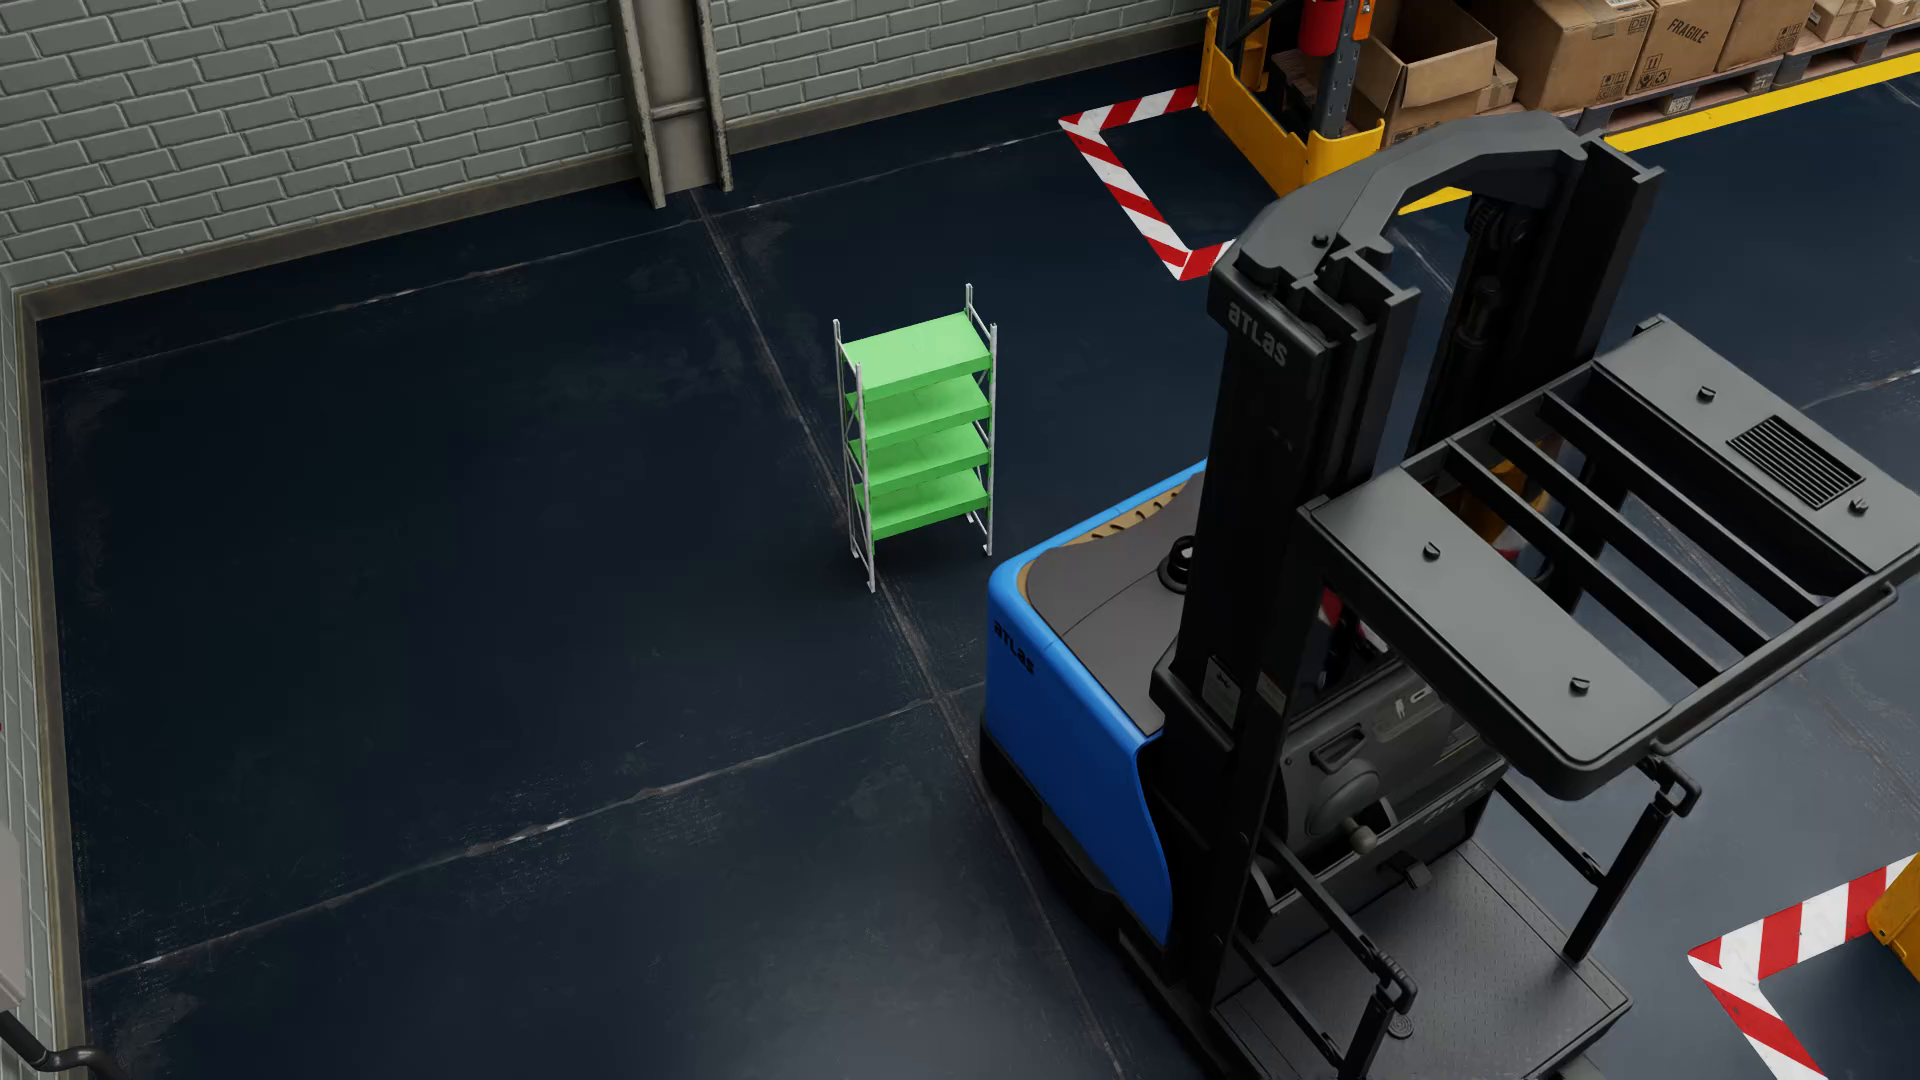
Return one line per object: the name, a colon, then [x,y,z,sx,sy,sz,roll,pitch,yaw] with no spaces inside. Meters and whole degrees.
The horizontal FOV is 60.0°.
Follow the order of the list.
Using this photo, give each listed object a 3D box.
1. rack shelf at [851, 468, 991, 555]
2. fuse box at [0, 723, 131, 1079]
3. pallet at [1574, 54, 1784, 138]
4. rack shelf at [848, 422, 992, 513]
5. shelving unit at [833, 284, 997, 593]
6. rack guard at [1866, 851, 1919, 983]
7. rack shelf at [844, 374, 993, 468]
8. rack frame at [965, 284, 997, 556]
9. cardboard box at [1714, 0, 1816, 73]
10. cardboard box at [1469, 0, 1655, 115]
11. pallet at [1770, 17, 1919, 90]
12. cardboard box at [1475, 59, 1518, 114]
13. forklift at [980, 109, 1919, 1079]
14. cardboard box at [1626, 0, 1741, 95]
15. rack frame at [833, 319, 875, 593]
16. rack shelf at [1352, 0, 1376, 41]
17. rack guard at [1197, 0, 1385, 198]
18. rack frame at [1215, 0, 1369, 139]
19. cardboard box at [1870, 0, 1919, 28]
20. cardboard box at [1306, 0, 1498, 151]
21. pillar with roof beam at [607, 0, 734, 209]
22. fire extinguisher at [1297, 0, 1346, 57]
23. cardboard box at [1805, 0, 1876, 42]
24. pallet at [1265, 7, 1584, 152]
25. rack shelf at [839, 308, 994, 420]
rack shelf: [-0.153,-0.145,6.325,0.480,0.148,0.258,-17,52,-14]
fuse box: [-2.488,1.156,4.470,0.414,1.711,0.539,-17,52,-14]
pallet: [3.438,-2.555,8.646,1.213,0.211,1.003,-17,52,-14]
rack shelf: [-0.153,-0.302,6.143,0.480,0.148,0.258,-17,52,-14]
shelving unit: [-0.153,-0.343,6.095,0.503,1.200,0.258,-17,52,-14]
rack guard: [3.360,1.441,5.024,0.348,0.500,1.175,-17,52,-14]
rack shelf: [-0.153,-0.458,5.961,0.480,0.148,0.258,-17,52,-14]
rack frame: [0.073,-0.413,6.155,0.015,1.200,0.240,-17,52,-14]
cardboard box: [3.871,-2.812,8.400,0.500,0.500,0.700,-19,52,-16]
cardboard box: [2.910,-2.515,8.144,0.500,0.500,0.700,-15,51,-13]
pallet: [4.569,-2.908,8.949,1.213,0.211,1.003,-17,52,-14]
cardboard box: [2.512,-2.277,8.171,0.250,0.149,0.380,-19,52,-16]
forklift: [1.300,0.573,4.166,1.130,2.935,3.031,-27,54,-21]
cardboard box: [3.437,-2.596,8.214,0.500,0.500,0.500,-16,51,-14]
rack frame: [-0.379,-0.273,6.035,0.015,1.200,0.240,-17,52,-14]
rack shelf: [3.353,-3.205,7.840,4.000,0.370,1.077,-17,52,-14]
rack guard: [1.572,-2.073,8.041,0.348,0.500,1.175,-17,52,-14]
rack frame: [1.502,-2.865,7.074,0.127,3.000,1.000,-17,52,-14]
cardboard box: [4.800,-2.855,8.667,0.250,0.149,0.380,-19,52,-15]
cardboard box: [2.104,-2.298,7.956,0.637,0.503,0.797,-19,52,-16]
pillar with roof beam: [0.293,-1.656,2.081,0.400,9.000,9.100,-17,52,-14]
fire extinguisher: [1.540,-2.352,6.930,0.183,0.674,0.296,-17,52,-14]
cardboard box: [4.470,-2.790,8.535,0.258,0.266,0.396,-16,51,-13]
pallet: [2.310,-2.208,8.348,1.213,0.211,1.003,-17,52,-14]
rack shelf: [-0.153,-0.614,5.779,0.480,0.148,0.258,-17,52,-14]
